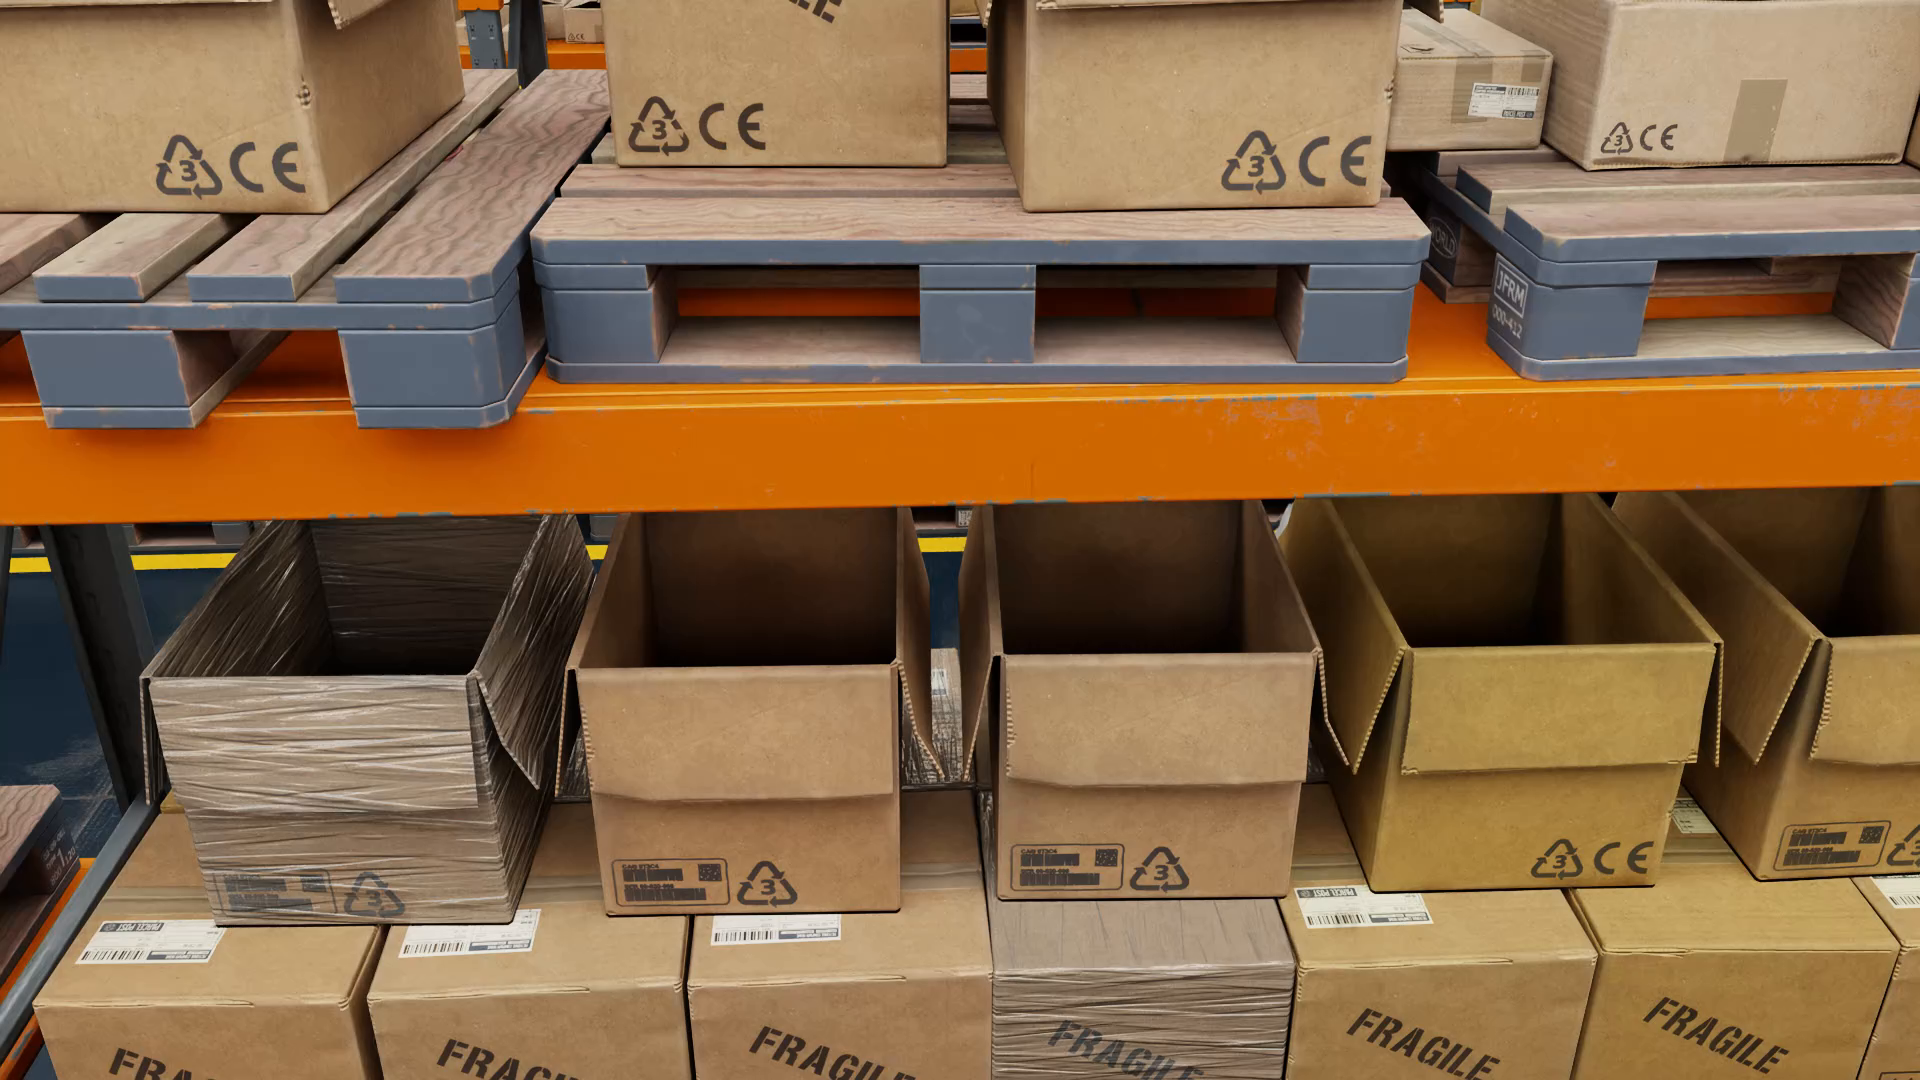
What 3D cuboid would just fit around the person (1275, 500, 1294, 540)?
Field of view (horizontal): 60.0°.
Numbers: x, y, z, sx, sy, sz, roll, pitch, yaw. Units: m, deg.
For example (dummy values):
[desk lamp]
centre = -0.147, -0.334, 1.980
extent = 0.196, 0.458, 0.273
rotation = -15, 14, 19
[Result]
[person]
centre = 1.468, 0.140, 6.039
extent = 0.672, 1.509, 0.404
rotation = -2, 28, -4
